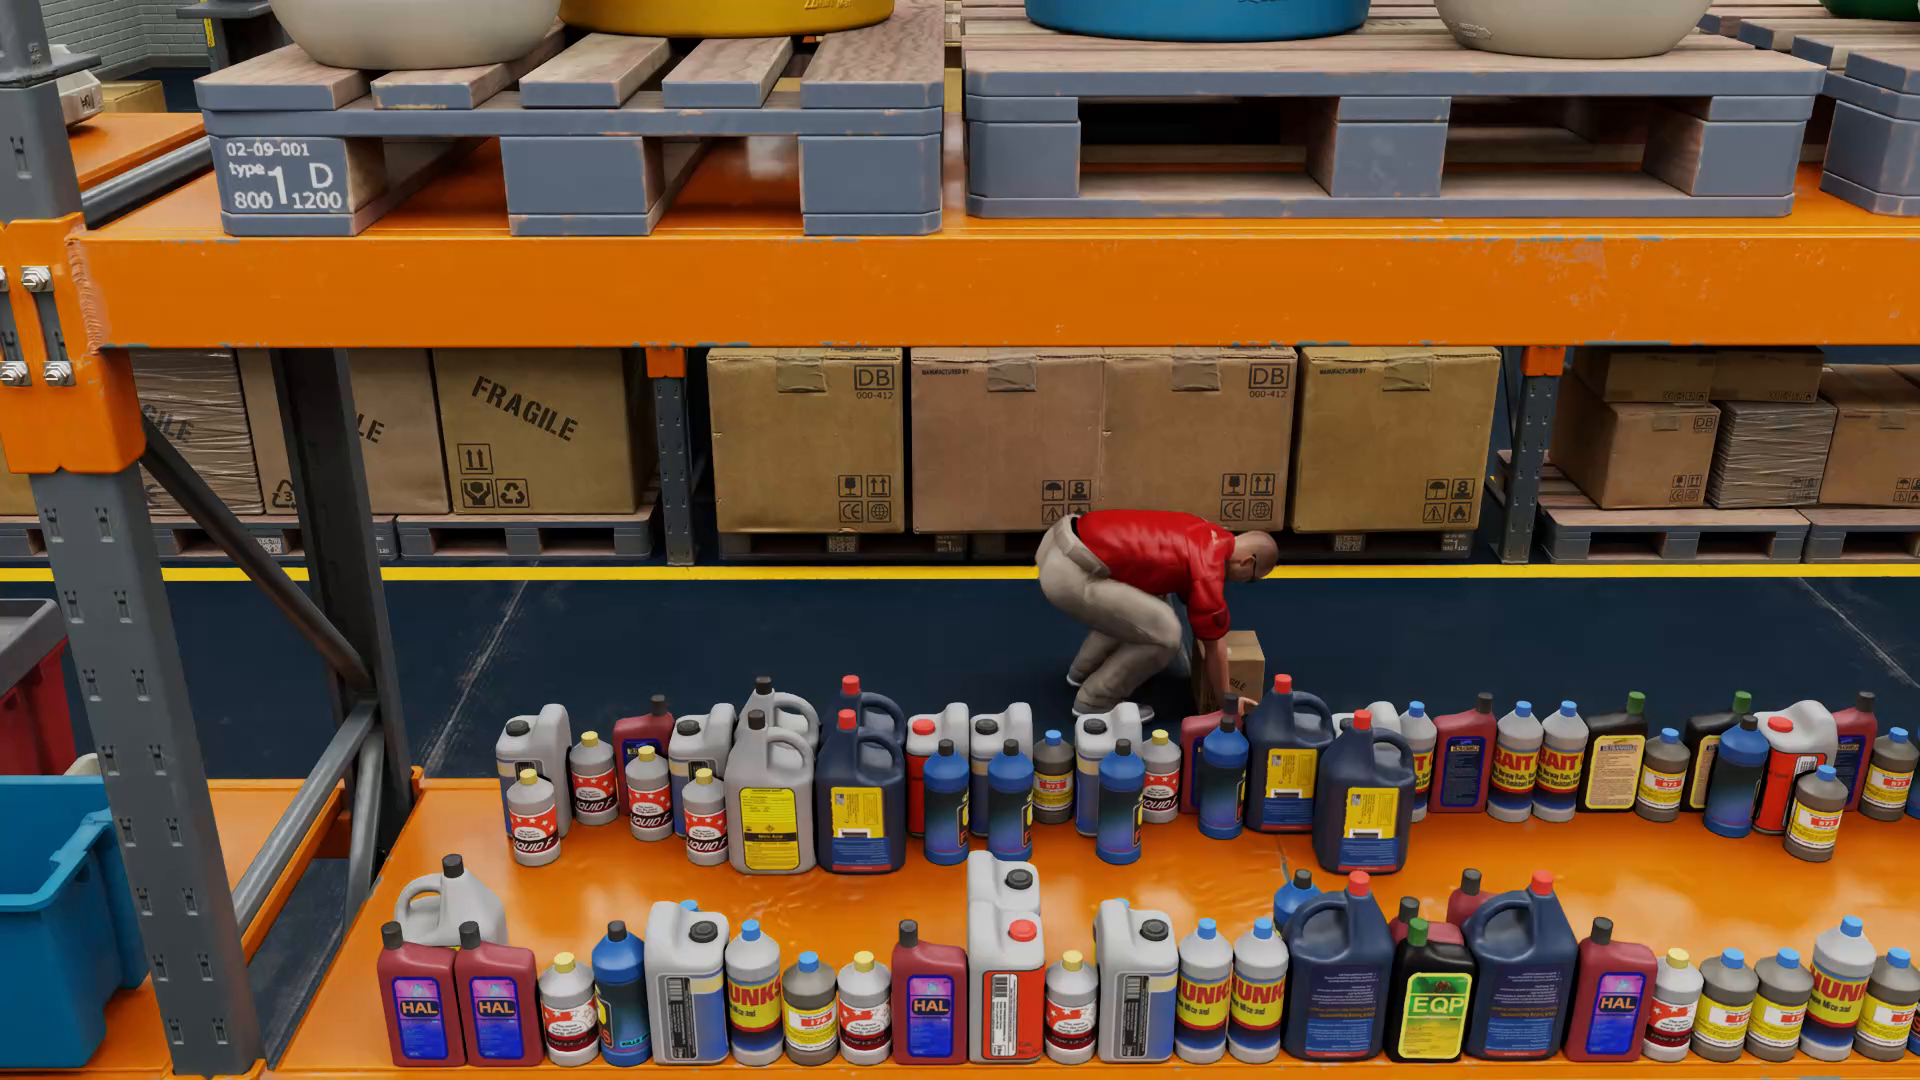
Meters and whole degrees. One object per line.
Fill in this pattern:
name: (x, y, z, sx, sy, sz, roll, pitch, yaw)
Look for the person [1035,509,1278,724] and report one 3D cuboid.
person: (0.776, 0.283, 6.616, 0.956, 0.848, 0.541, -1, 24, -2)
